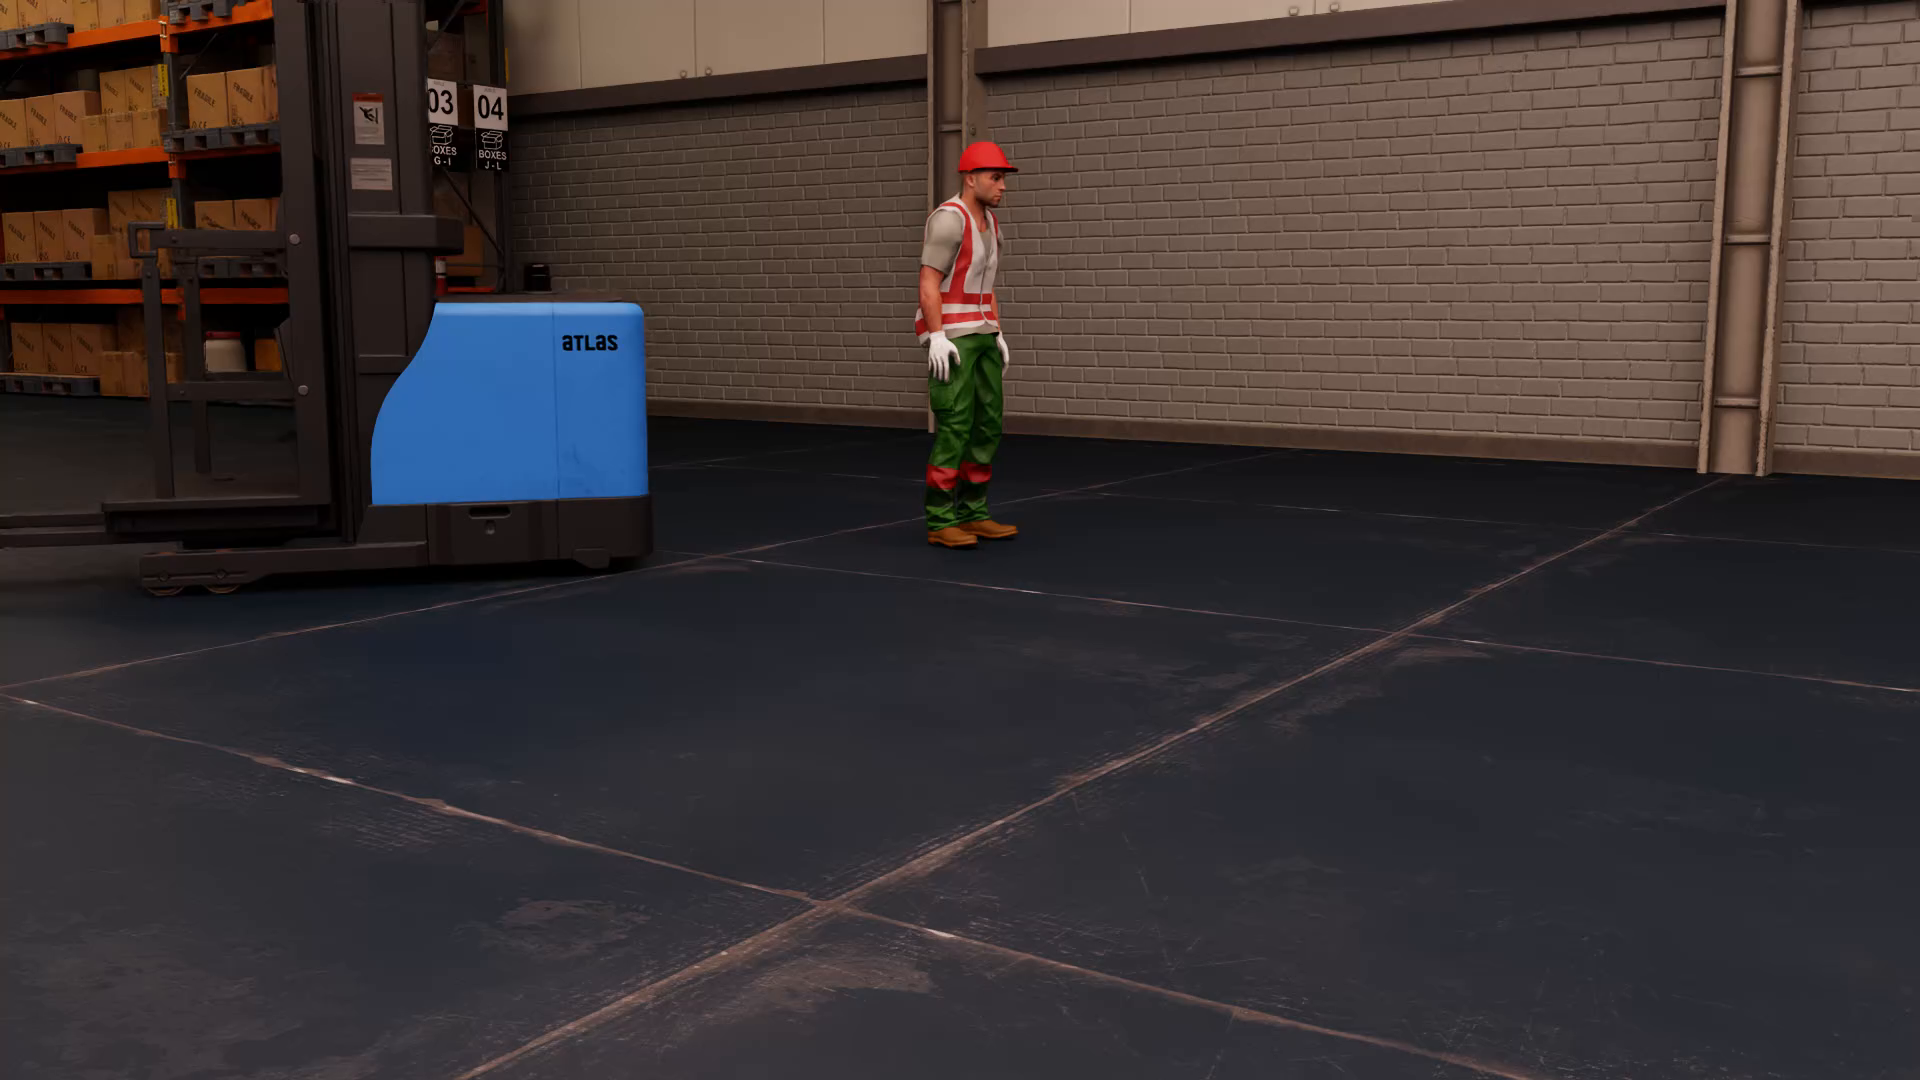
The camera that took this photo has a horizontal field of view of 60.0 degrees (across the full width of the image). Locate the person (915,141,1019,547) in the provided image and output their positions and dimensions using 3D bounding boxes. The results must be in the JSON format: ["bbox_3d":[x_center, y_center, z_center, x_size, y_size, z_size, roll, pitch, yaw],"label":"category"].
[{"bbox_3d":[0.041,-0.876,7.460,0.450,1.778,0.608,5,10,32],"label":"person"}]

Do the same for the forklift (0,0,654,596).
[{"bbox_3d":[-2.816,-1.326,6.515,3.031,2.935,1.130,-2,8,-17],"label":"forklift"}]
